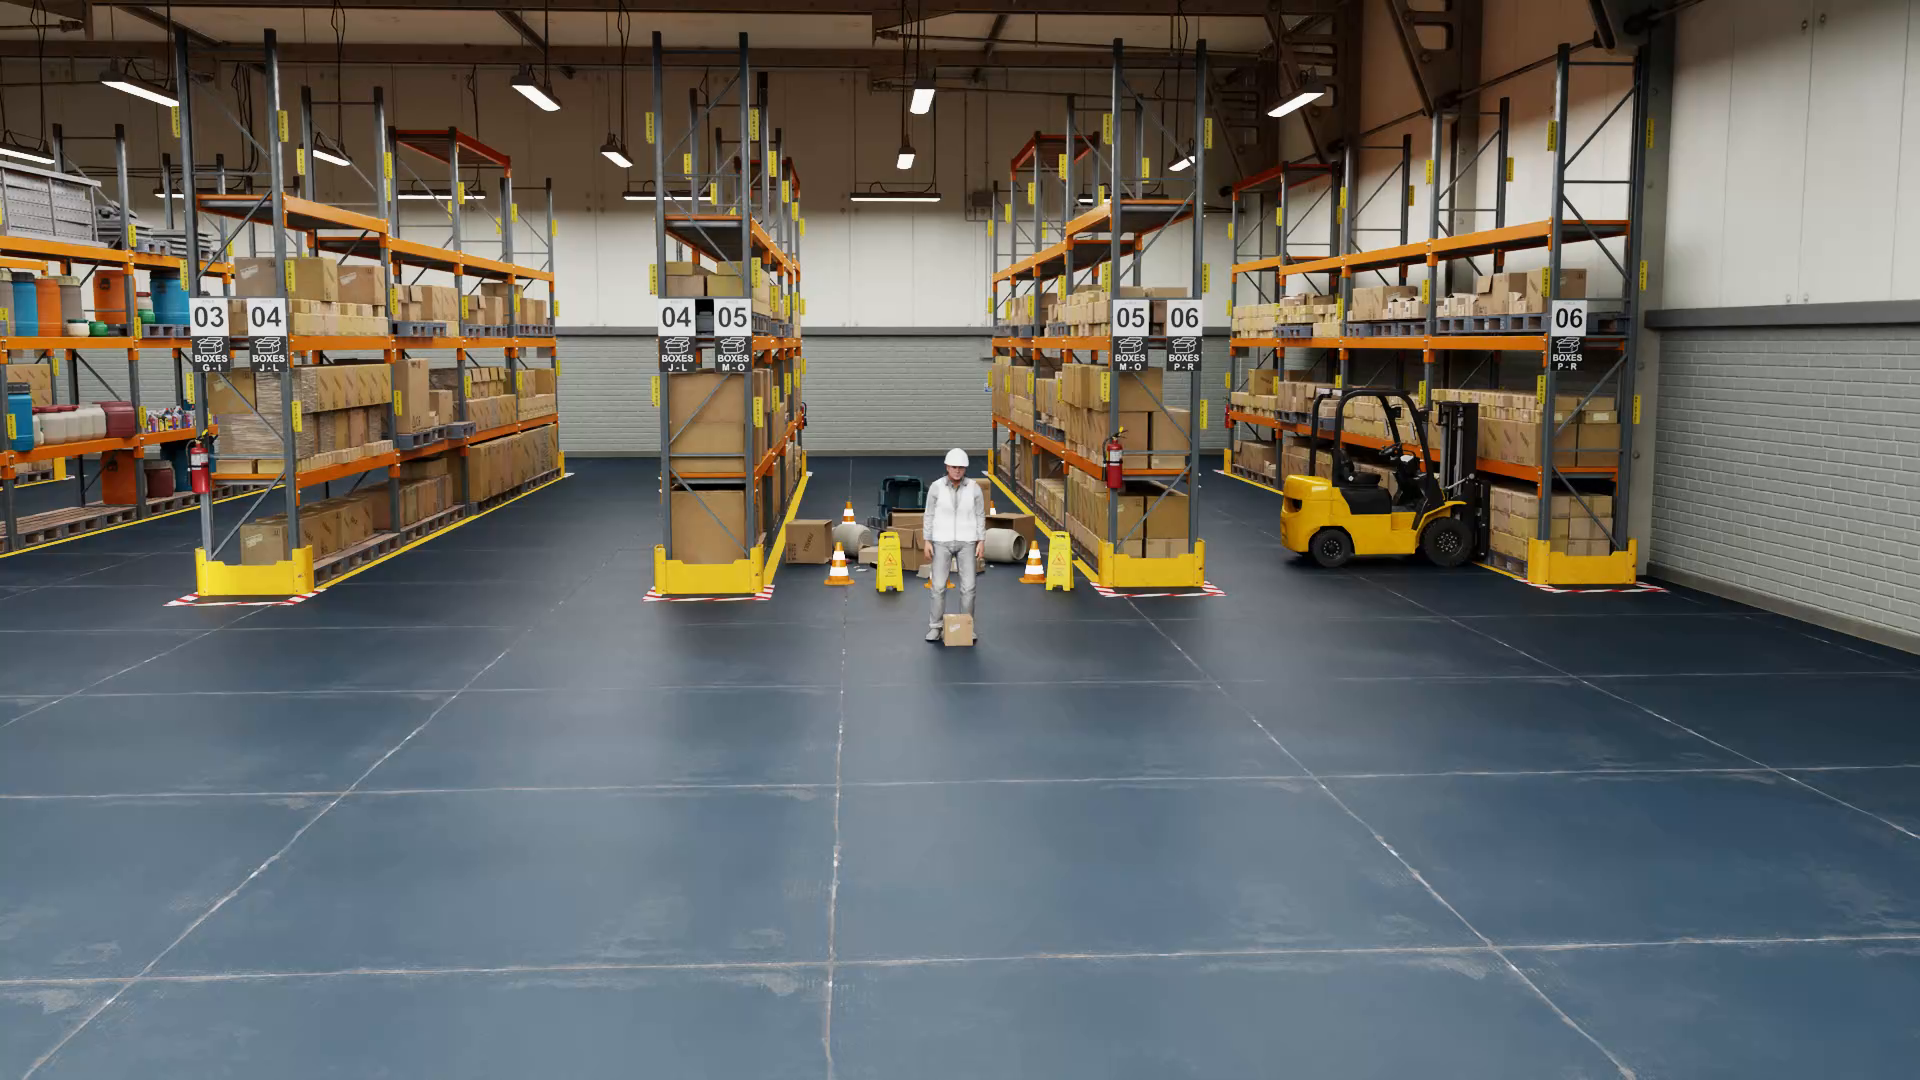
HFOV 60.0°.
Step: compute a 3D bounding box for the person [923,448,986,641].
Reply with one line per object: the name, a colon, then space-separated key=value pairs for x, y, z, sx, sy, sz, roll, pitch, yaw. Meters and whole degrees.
person: x=-0.052 y=0.034 z=15.346 sx=0.580 sy=1.771 sz=0.464 roll=0 pitch=7 yaw=-4
